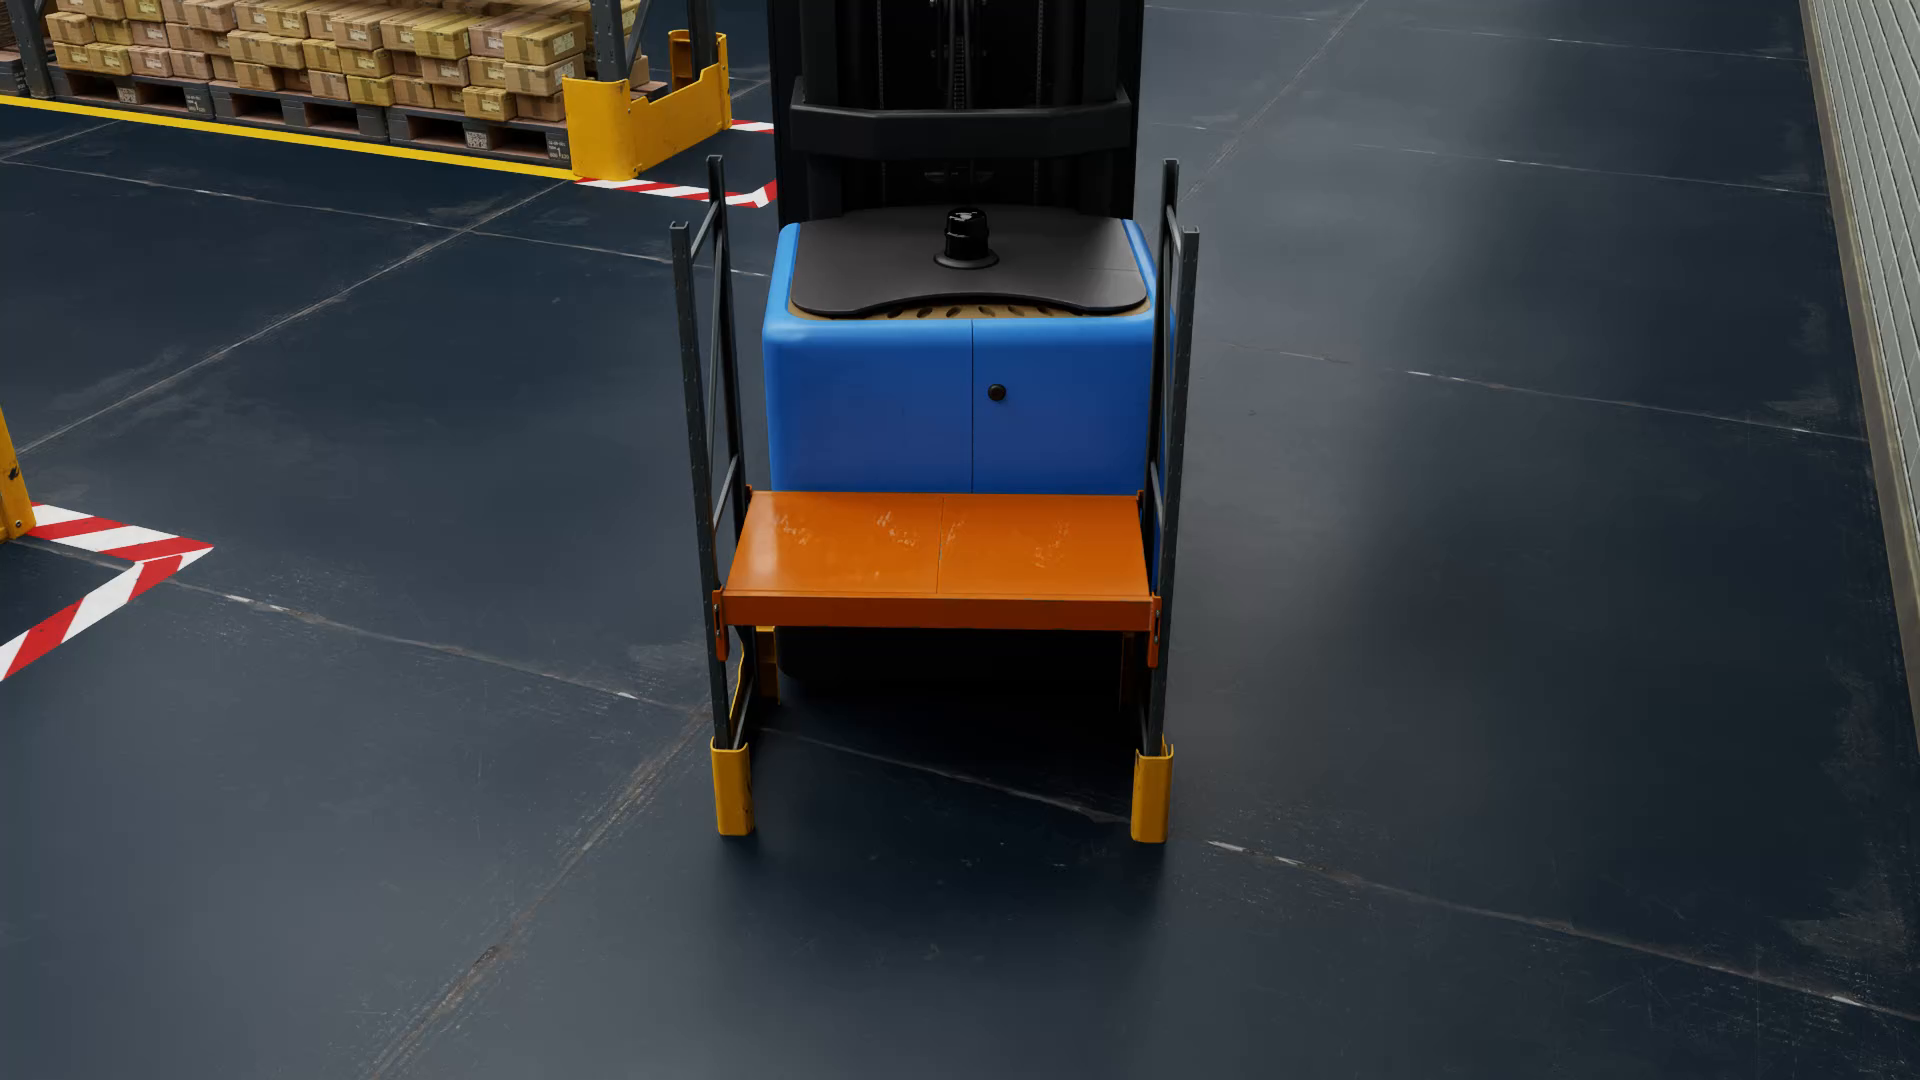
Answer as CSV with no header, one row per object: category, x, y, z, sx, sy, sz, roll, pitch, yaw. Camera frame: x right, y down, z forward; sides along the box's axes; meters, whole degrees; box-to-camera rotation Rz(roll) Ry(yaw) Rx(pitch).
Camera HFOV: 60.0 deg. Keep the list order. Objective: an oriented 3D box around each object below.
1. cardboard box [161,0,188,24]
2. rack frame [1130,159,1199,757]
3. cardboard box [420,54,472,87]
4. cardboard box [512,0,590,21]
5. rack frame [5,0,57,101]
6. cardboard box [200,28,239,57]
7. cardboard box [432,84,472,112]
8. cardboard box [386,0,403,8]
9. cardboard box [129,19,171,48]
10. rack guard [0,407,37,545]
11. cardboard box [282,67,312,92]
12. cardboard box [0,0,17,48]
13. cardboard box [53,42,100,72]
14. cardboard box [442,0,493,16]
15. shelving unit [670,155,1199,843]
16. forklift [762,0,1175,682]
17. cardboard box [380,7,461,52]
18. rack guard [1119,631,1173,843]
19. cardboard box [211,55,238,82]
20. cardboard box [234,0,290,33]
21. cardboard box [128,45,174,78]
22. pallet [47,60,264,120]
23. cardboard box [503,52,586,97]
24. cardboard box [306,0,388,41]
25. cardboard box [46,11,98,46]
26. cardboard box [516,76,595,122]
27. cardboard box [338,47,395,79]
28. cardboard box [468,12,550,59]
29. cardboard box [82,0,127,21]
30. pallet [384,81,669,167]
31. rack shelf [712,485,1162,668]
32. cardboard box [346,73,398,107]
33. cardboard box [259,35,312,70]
cardboard box,-4.304,-3.051,9.466,0.250,0.149,0.380,10,31,18
rack frame,0.462,-0.074,3.857,0.032,1.500,0.500,1,29,1
cardboard box,-2.654,-2.543,8.869,0.250,0.149,0.380,10,31,17
cardboard box,-2.233,-2.858,9.123,0.250,0.149,0.380,12,32,20
rack frame,-5.281,-4.149,9.542,0.127,3.000,1.000,11,31,19
cardboard box,-4.063,-2.860,9.429,0.250,0.149,0.380,13,32,21
cardboard box,-2.630,-2.443,8.993,0.250,0.149,0.380,11,31,19
cardboard box,-3.160,-3.096,9.545,0.250,0.149,0.380,12,32,20
cardboard box,-4.558,-2.973,9.629,0.250,0.149,0.380,11,31,19
rack guard,-3.320,-0.041,4.814,0.348,0.500,1.175,11,31,19
cardboard box,-3.575,-2.642,9.346,0.250,0.149,0.380,12,32,21
cardboard box,-6.062,-3.266,10.093,0.500,0.500,0.500,11,31,18
cardboard box,-5.065,-2.877,9.762,0.250,0.149,0.380,10,31,17
cardboard box,-2.680,-2.971,9.324,0.250,0.149,0.380,10,31,17
shelving unit,-0.037,-0.081,3.868,1.083,1.500,0.587,1,29,1
forklift,-0.022,-1.586,5.077,1.130,2.935,3.031,-1,29,-2
cardboard box,-2.876,-2.732,8.900,0.250,0.149,0.380,10,31,17
rack guard,0.461,0.470,4.164,0.087,0.250,0.587,1,29,1
cardboard box,-4.052,-2.747,9.533,0.250,0.149,0.380,10,31,17
cardboard box,-3.815,-2.954,9.294,0.250,0.149,0.380,10,31,17
cardboard box,-4.568,-2.805,9.635,0.250,0.149,0.380,11,31,19
pallet,-4.646,-2.827,10.037,1.213,0.211,1.003,11,31,19
cardboard box,-2.171,-2.448,8.700,0.250,0.149,0.380,10,31,18
cardboard box,-3.348,-2.855,9.119,0.250,0.149,0.380,10,31,17
cardboard box,-5.066,-3.007,9.690,0.250,0.149,0.380,13,32,21
cardboard box,-2.141,-2.353,8.835,0.250,0.149,0.380,12,32,20
cardboard box,-3.138,-2.633,9.028,0.250,0.149,0.380,12,32,20
cardboard box,-2.372,-2.665,8.782,0.250,0.149,0.380,12,32,20
cardboard box,-4.807,-3.114,9.576,0.250,0.149,0.380,13,32,22
pallet,-2.385,-2.376,9.238,1.213,0.211,1.003,11,31,19
rack shelf,-0.046,0.076,3.957,1.000,0.185,0.538,1,29,1
cardboard box,-3.124,-2.501,9.097,0.250,0.149,0.380,10,31,17
cardboard box,-3.634,-2.727,9.195,0.250,0.149,0.380,12,31,20
